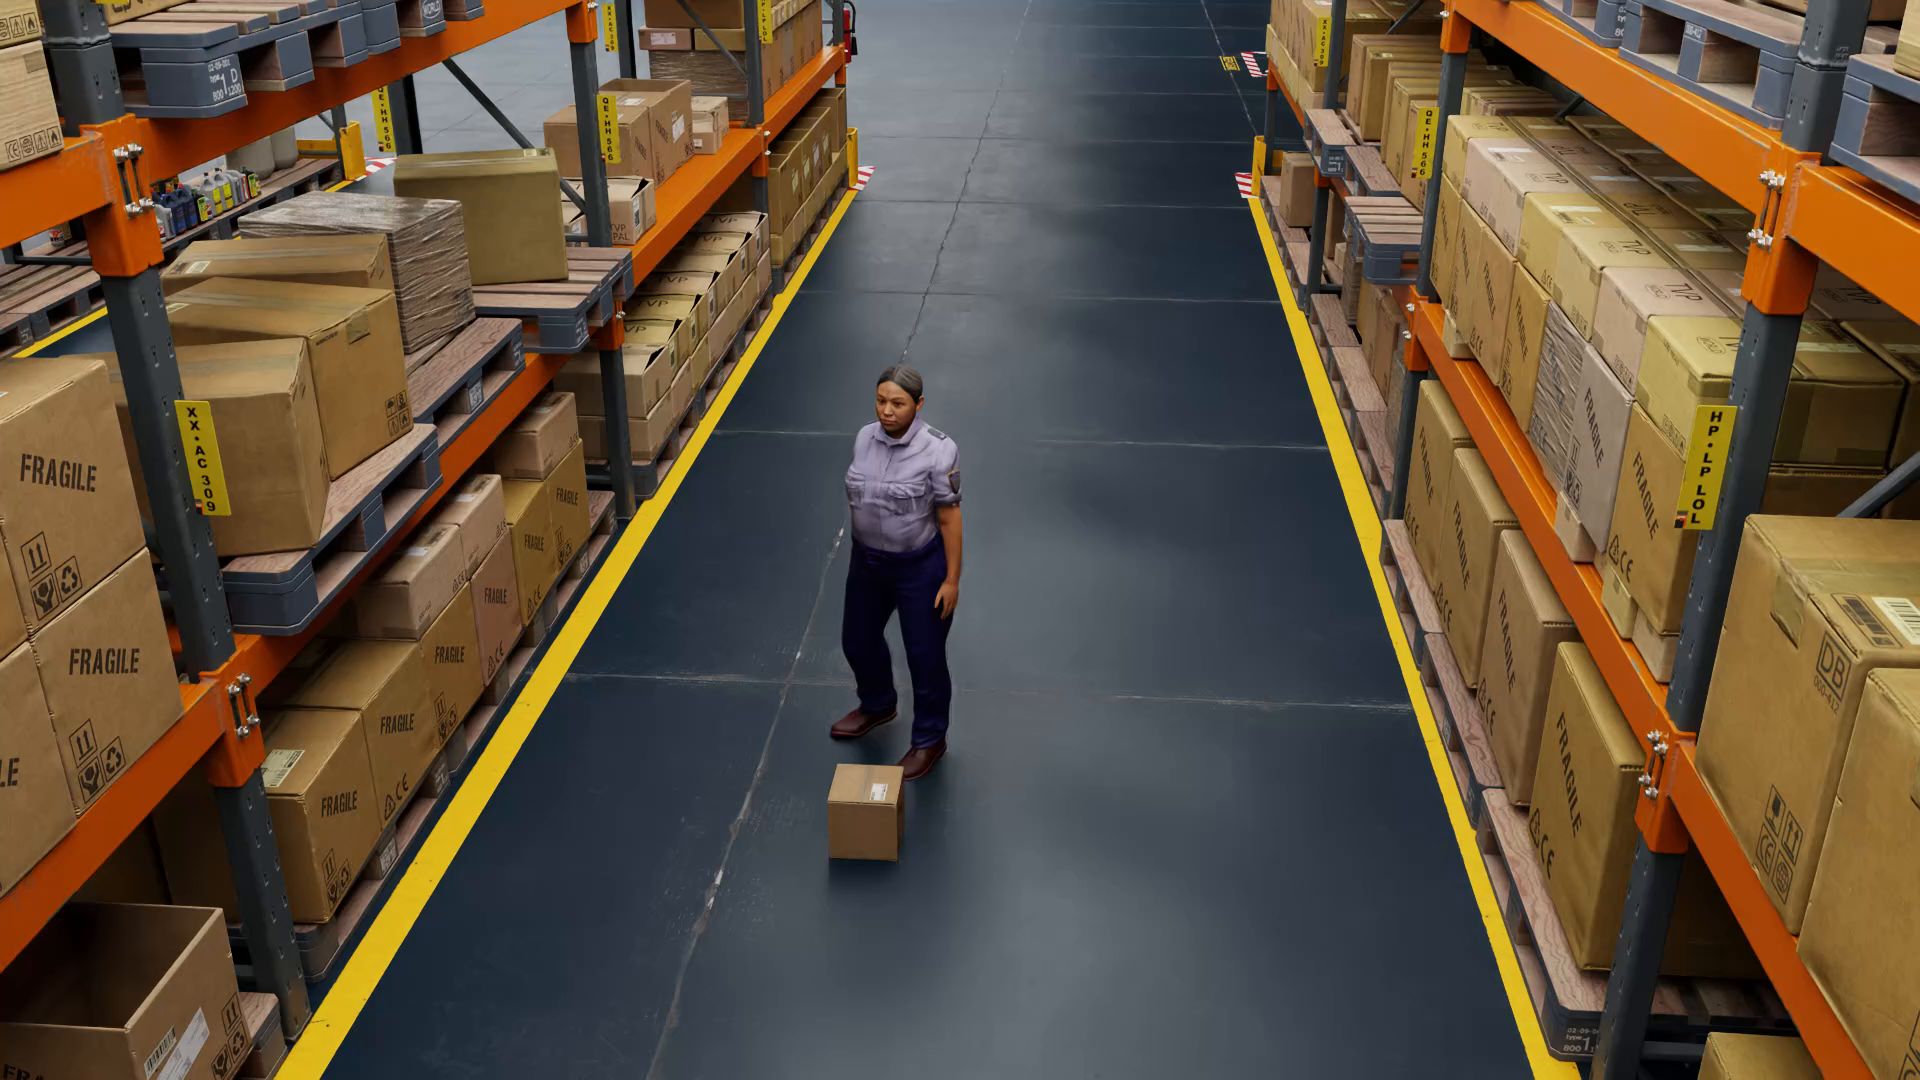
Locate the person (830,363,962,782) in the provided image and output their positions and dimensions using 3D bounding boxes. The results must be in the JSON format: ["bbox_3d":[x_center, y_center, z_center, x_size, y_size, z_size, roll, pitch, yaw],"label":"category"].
[{"bbox_3d":[-0.255,0.104,6.392,0.610,1.665,0.392,14,28,28],"label":"person"}]
